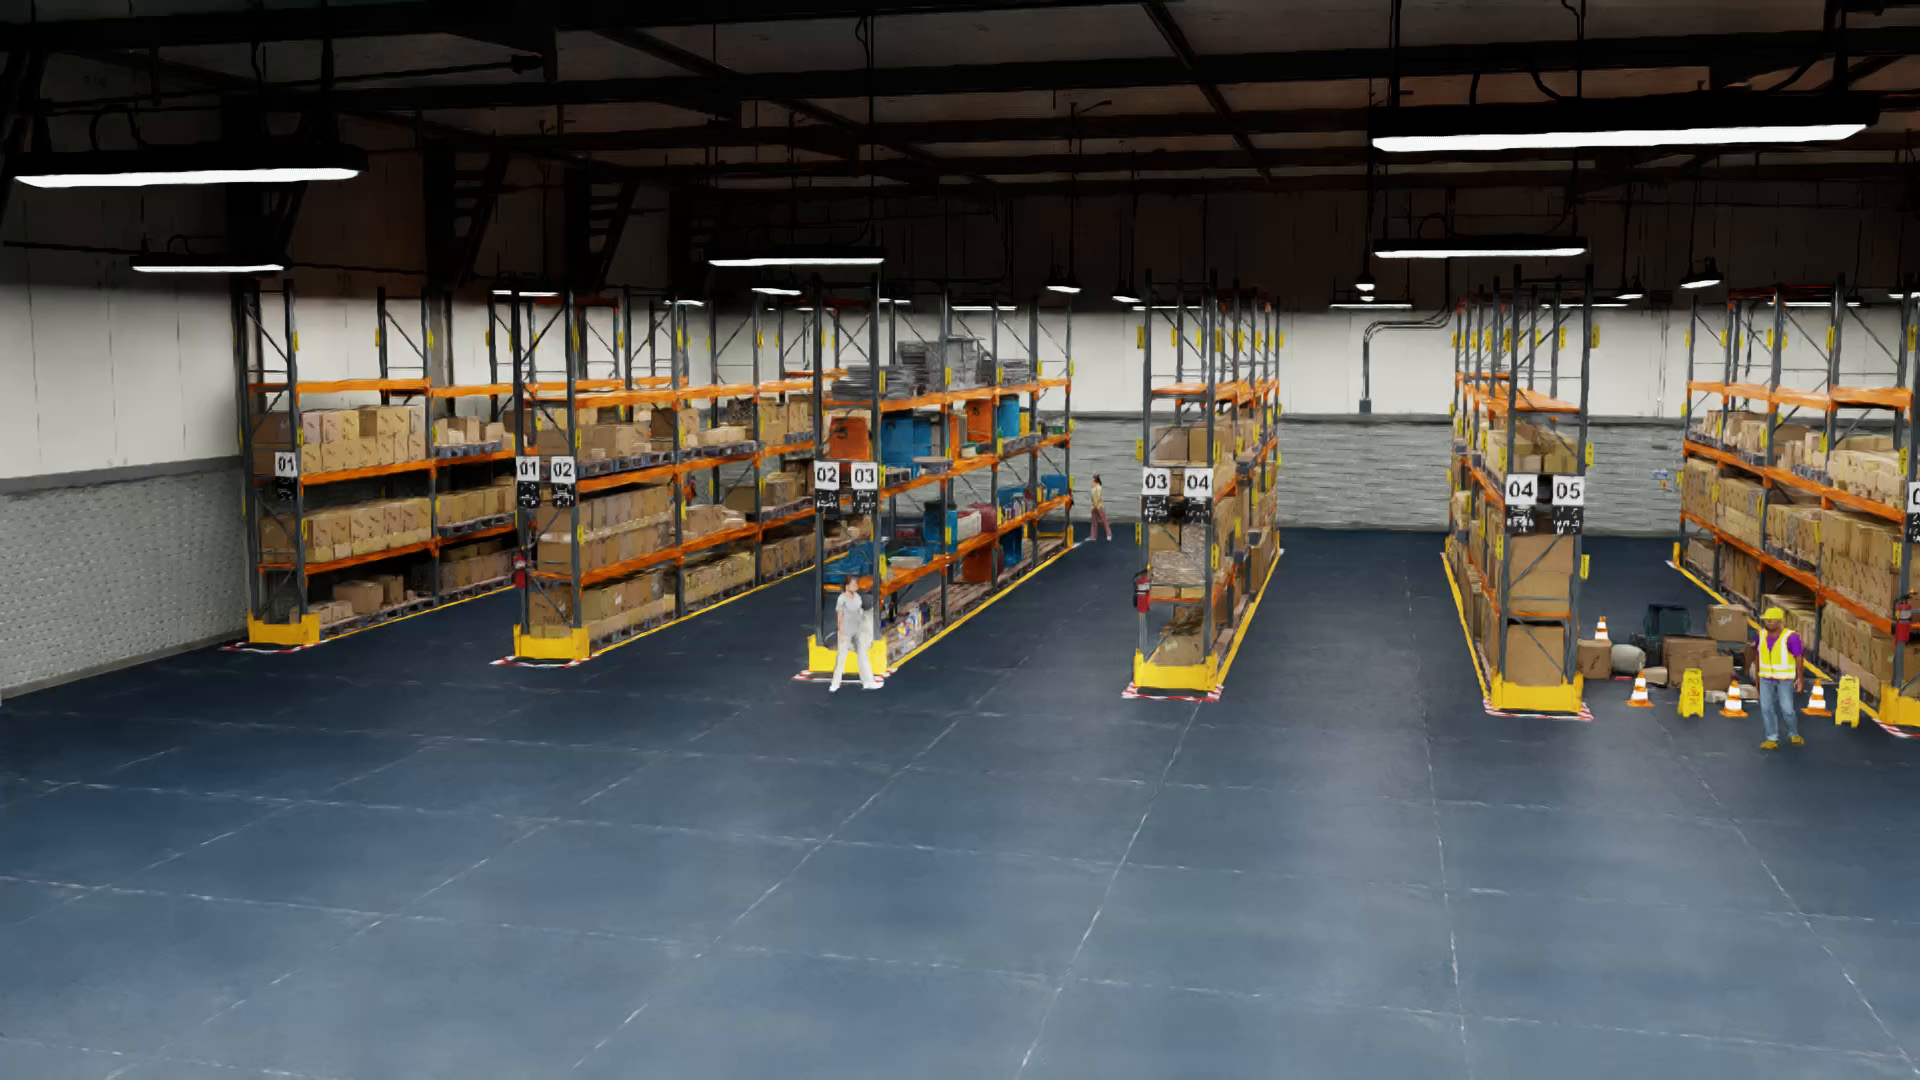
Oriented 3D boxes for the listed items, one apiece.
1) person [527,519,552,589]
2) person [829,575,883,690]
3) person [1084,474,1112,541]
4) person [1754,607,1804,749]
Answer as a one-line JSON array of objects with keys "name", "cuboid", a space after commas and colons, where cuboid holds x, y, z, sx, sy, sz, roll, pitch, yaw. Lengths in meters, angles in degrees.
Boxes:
[{"name": "person", "cuboid": [-7.907, 0.403, 31.447, 0.537, 1.665, 1.027, 1, 7, 5]}, {"name": "person", "cuboid": [-1.534, 1.315, 23.820, 0.690, 1.661, 0.561, -6, 9, -40]}, {"name": "person", "cuboid": [3.483, -0.812, 41.668, 0.689, 1.664, 0.484, -2, 7, -13]}, {"name": "person", "cuboid": [10.093, 1.689, 20.481, 0.579, 1.753, 0.611, -6, 9, -40]}]
